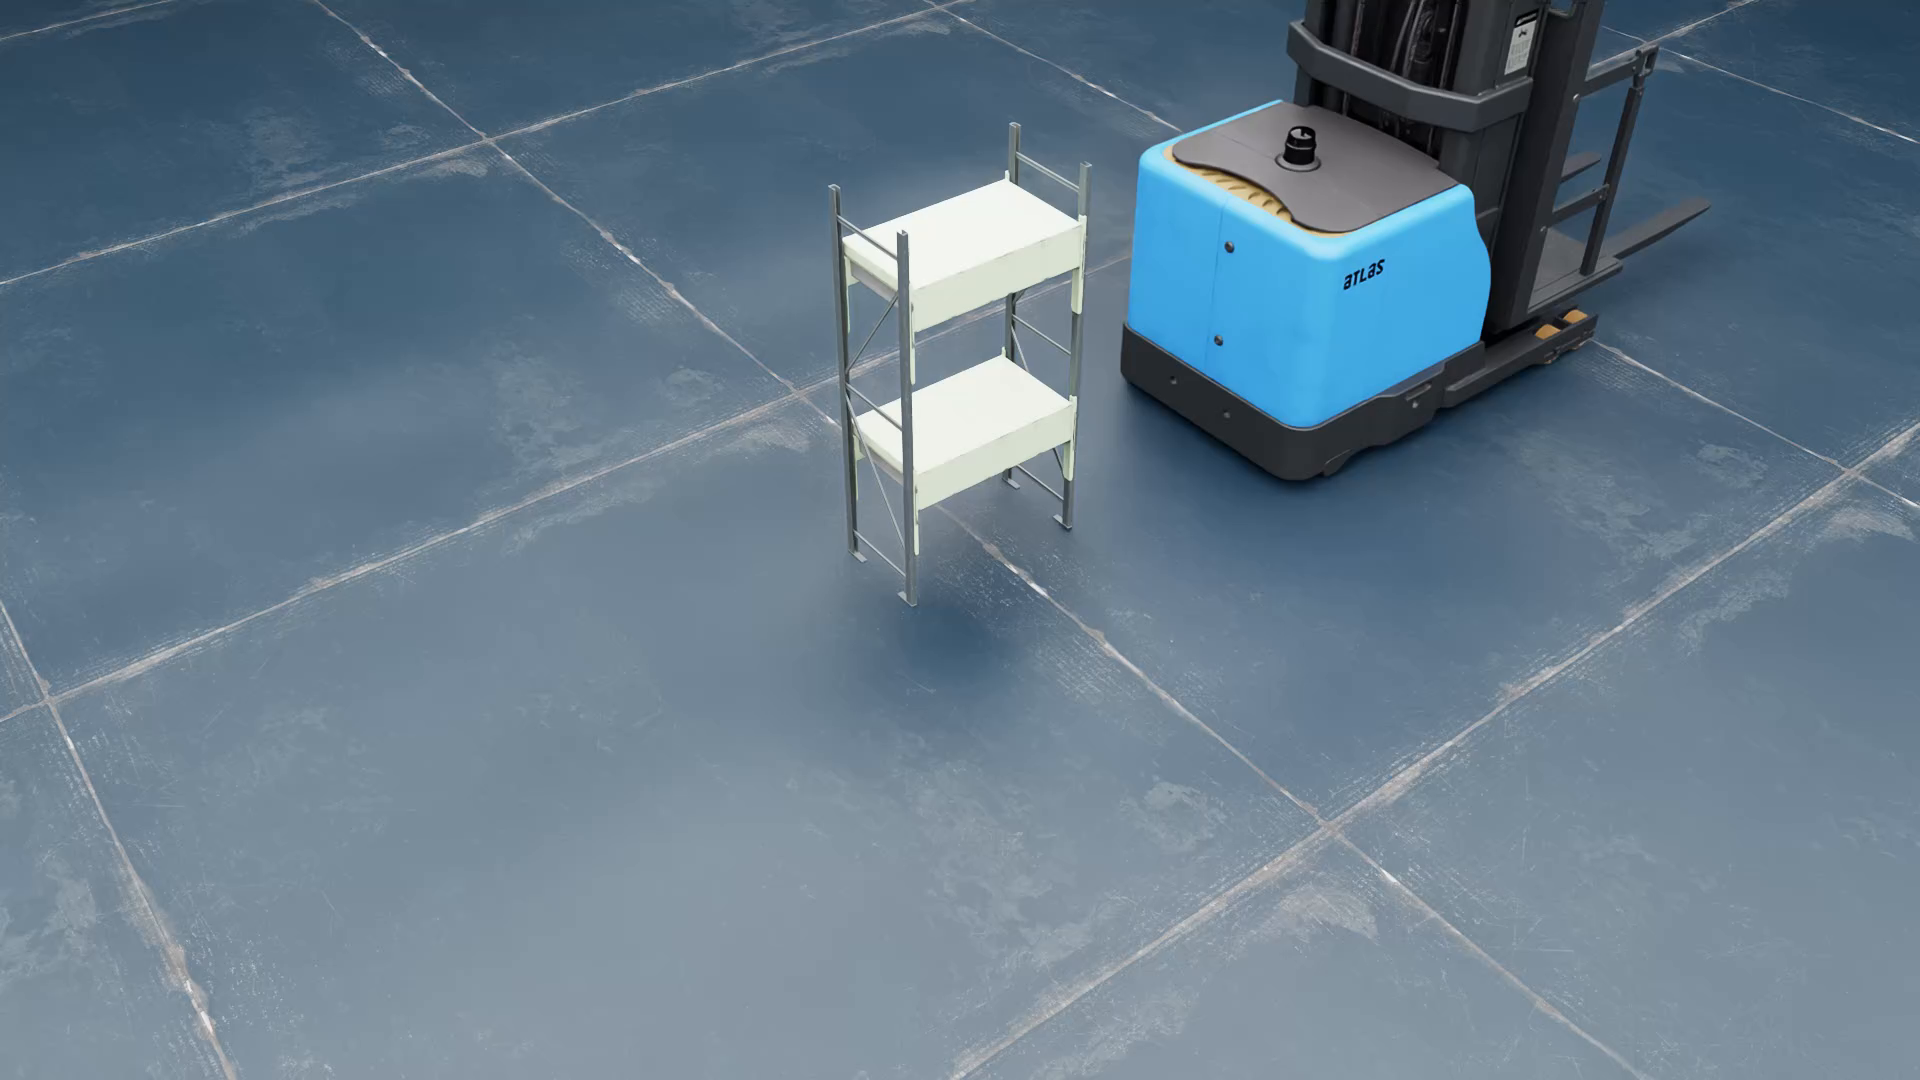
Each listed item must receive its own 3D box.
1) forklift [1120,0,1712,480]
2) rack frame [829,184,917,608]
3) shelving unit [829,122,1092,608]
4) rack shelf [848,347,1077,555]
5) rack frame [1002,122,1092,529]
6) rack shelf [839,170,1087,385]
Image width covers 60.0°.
[{"bbox_3d":[2.149,-2.132,6.537,3.031,2.935,1.130,-26,46,-28],"label":"forklift"},{"bbox_3d":[-0.285,-0.441,5.605,0.023,1.500,0.400,-26,46,-28],"label":"rack frame"},{"bbox_3d":[0.005,-0.582,5.777,0.755,1.500,0.431,-26,46,-28],"label":"shelving unit"},{"bbox_3d":[0.005,-0.330,5.984,0.720,0.370,0.431,-26,46,-28],"label":"rack shelf"},{"bbox_3d":[0.295,-0.724,5.950,0.023,1.500,0.400,-26,46,-28],"label":"rack frame"},{"bbox_3d":[0.005,-0.884,5.530,0.720,0.370,0.431,-26,46,-28],"label":"rack shelf"}]
